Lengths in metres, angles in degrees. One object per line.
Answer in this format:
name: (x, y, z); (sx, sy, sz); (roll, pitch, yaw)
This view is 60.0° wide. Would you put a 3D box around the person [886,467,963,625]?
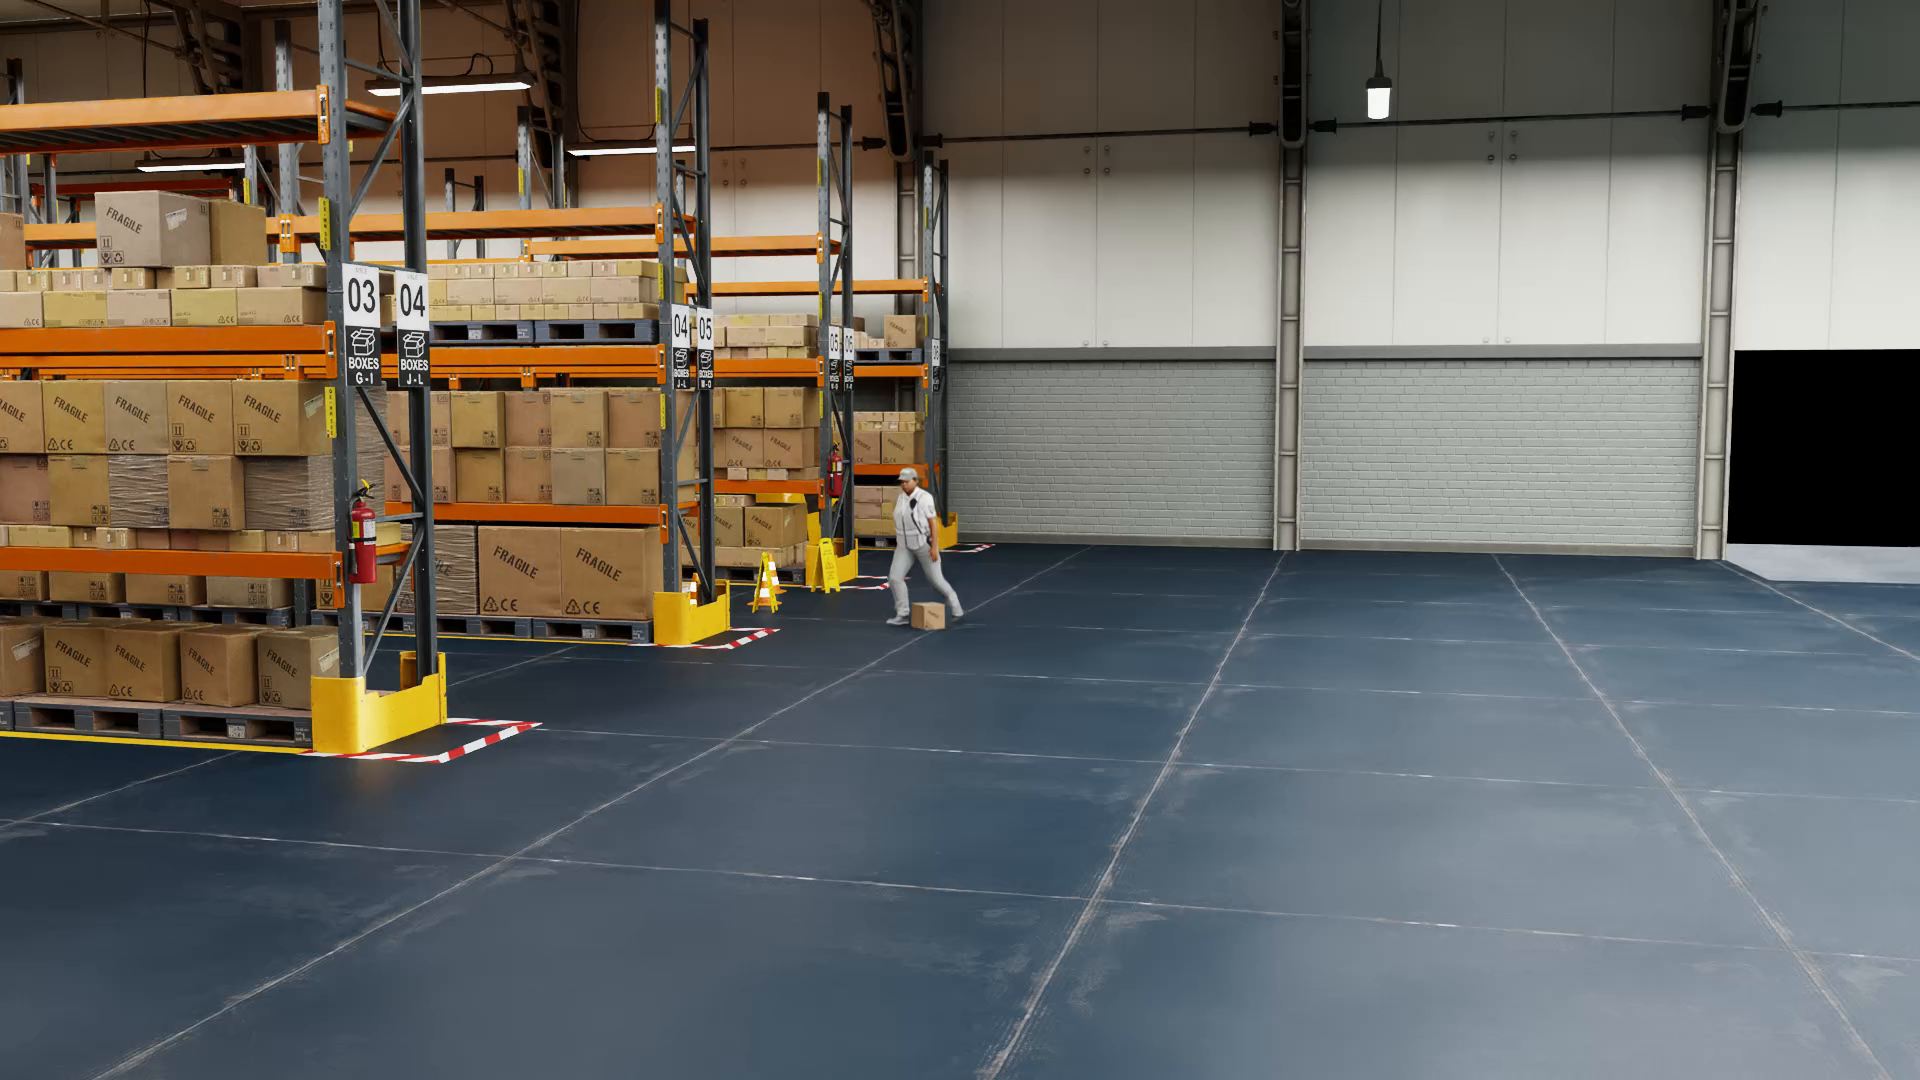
person: (-0.355, 0.049, 17.050); (0.538, 1.603, 0.858); (4, 6, 37)
